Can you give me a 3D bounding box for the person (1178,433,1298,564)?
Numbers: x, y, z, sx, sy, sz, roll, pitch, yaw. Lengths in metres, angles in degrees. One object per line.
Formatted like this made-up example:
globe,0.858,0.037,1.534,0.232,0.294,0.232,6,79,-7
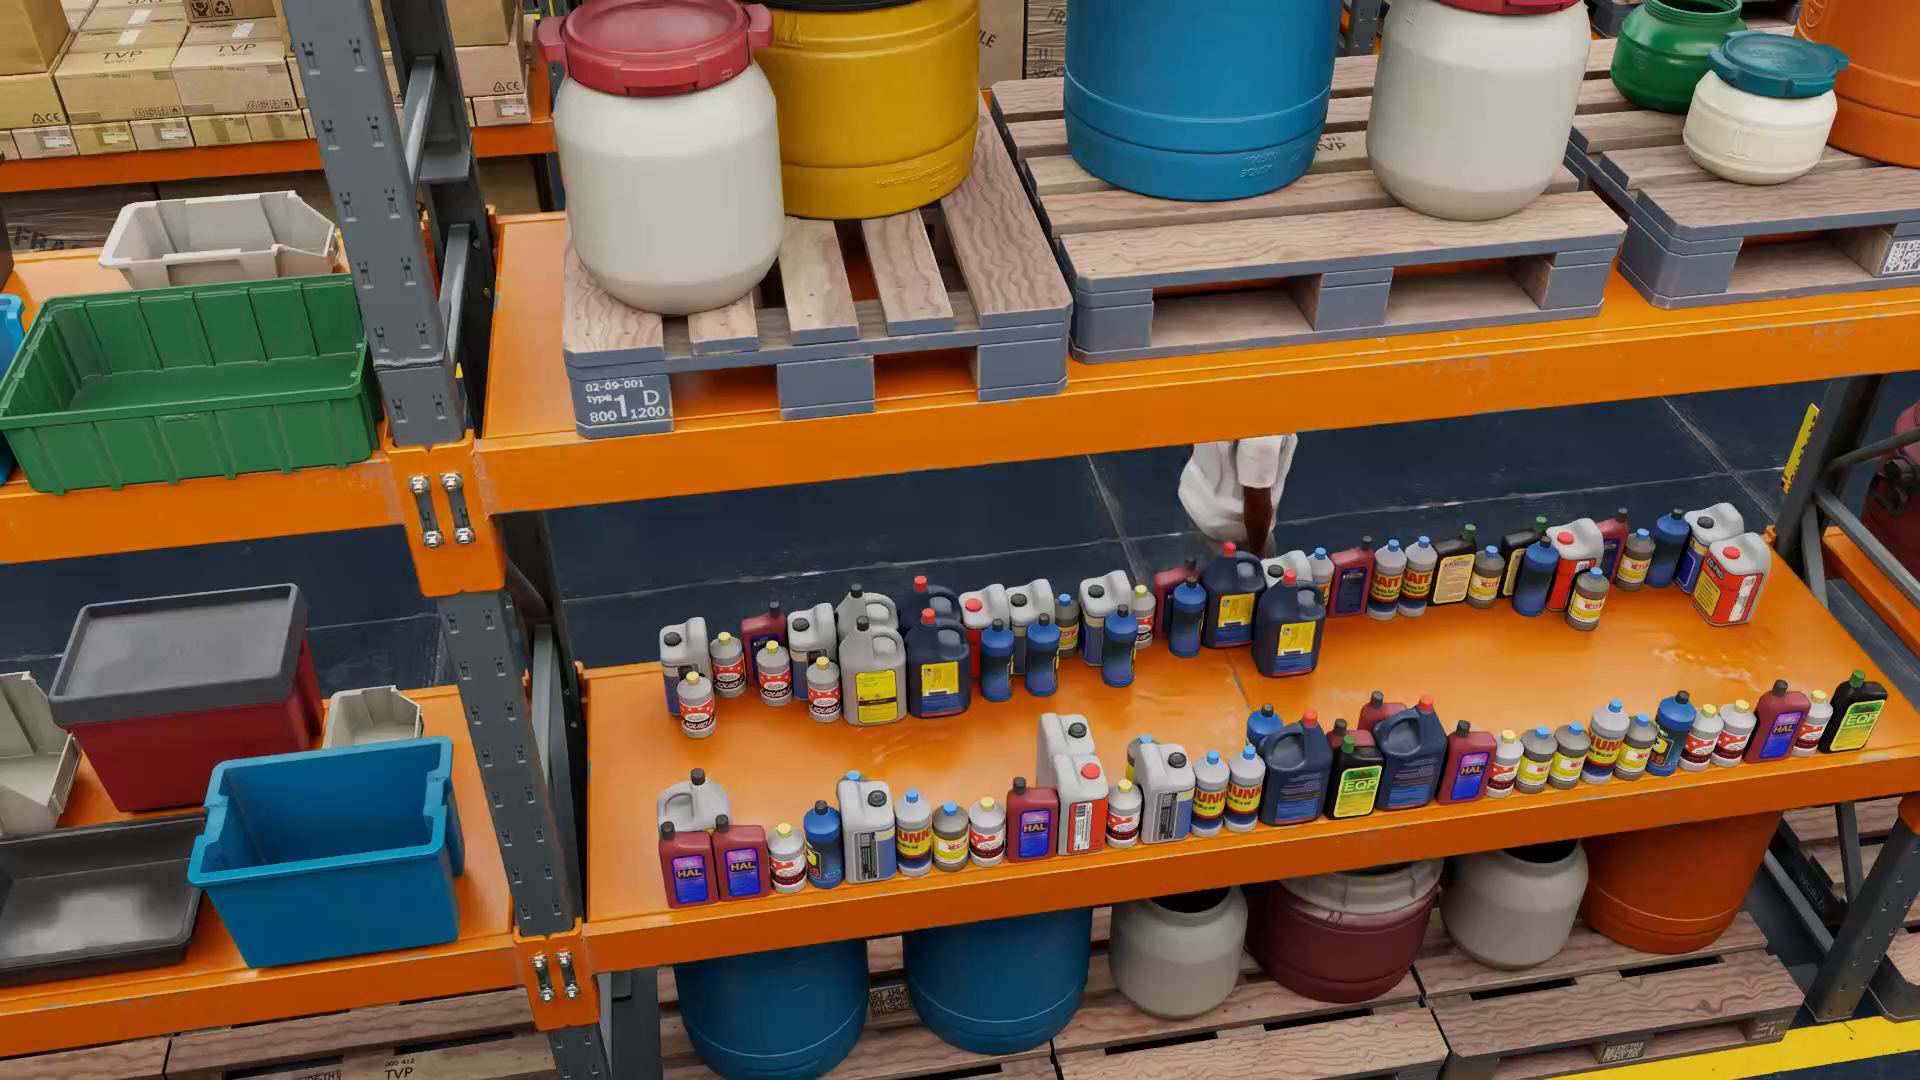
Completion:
person,0.963,-0.093,6.223,0.683,1.754,0.582,-11,40,-14
